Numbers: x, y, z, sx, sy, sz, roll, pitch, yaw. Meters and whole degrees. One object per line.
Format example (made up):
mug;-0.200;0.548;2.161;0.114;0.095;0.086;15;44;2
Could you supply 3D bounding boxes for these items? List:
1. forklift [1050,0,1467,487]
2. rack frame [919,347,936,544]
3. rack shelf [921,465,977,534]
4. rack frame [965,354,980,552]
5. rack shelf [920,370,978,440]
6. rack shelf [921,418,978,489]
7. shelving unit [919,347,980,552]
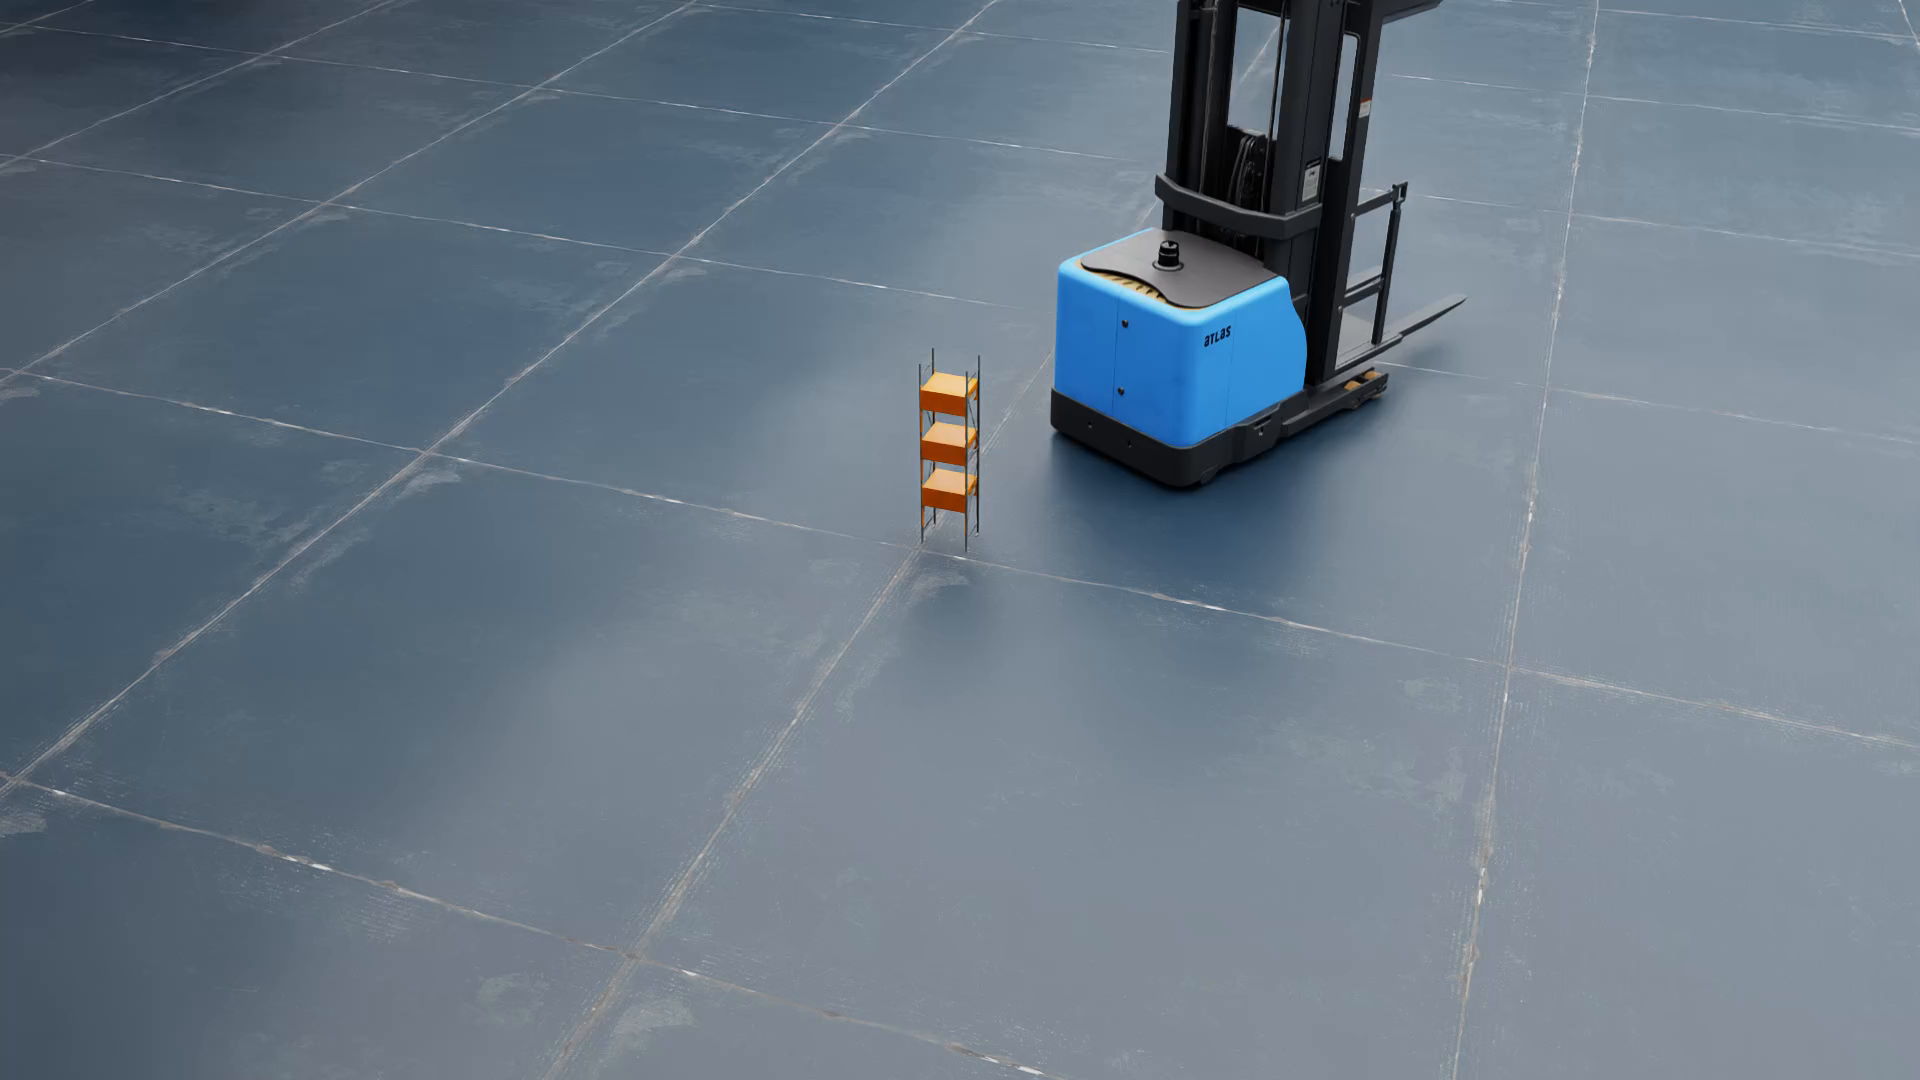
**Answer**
forklift;1.951;-2.202;9.458;3.031;2.935;1.130;-26;41;-35
rack frame;-0.165;-0.473;8.515;0.008;1.050;0.200;11;34;16
rack shelf;-0.050;-0.208;8.637;0.240;0.259;0.215;11;34;16
rack frame;0.064;-0.429;8.446;0.008;1.050;0.200;11;34;16
rack shelf;-0.050;-0.680;8.332;0.240;0.259;0.215;11;34;16
rack shelf;-0.050;-0.442;8.486;0.240;0.259;0.215;11;34;16
shelving unit;-0.050;-0.451;8.480;0.252;1.050;0.215;11;34;16
